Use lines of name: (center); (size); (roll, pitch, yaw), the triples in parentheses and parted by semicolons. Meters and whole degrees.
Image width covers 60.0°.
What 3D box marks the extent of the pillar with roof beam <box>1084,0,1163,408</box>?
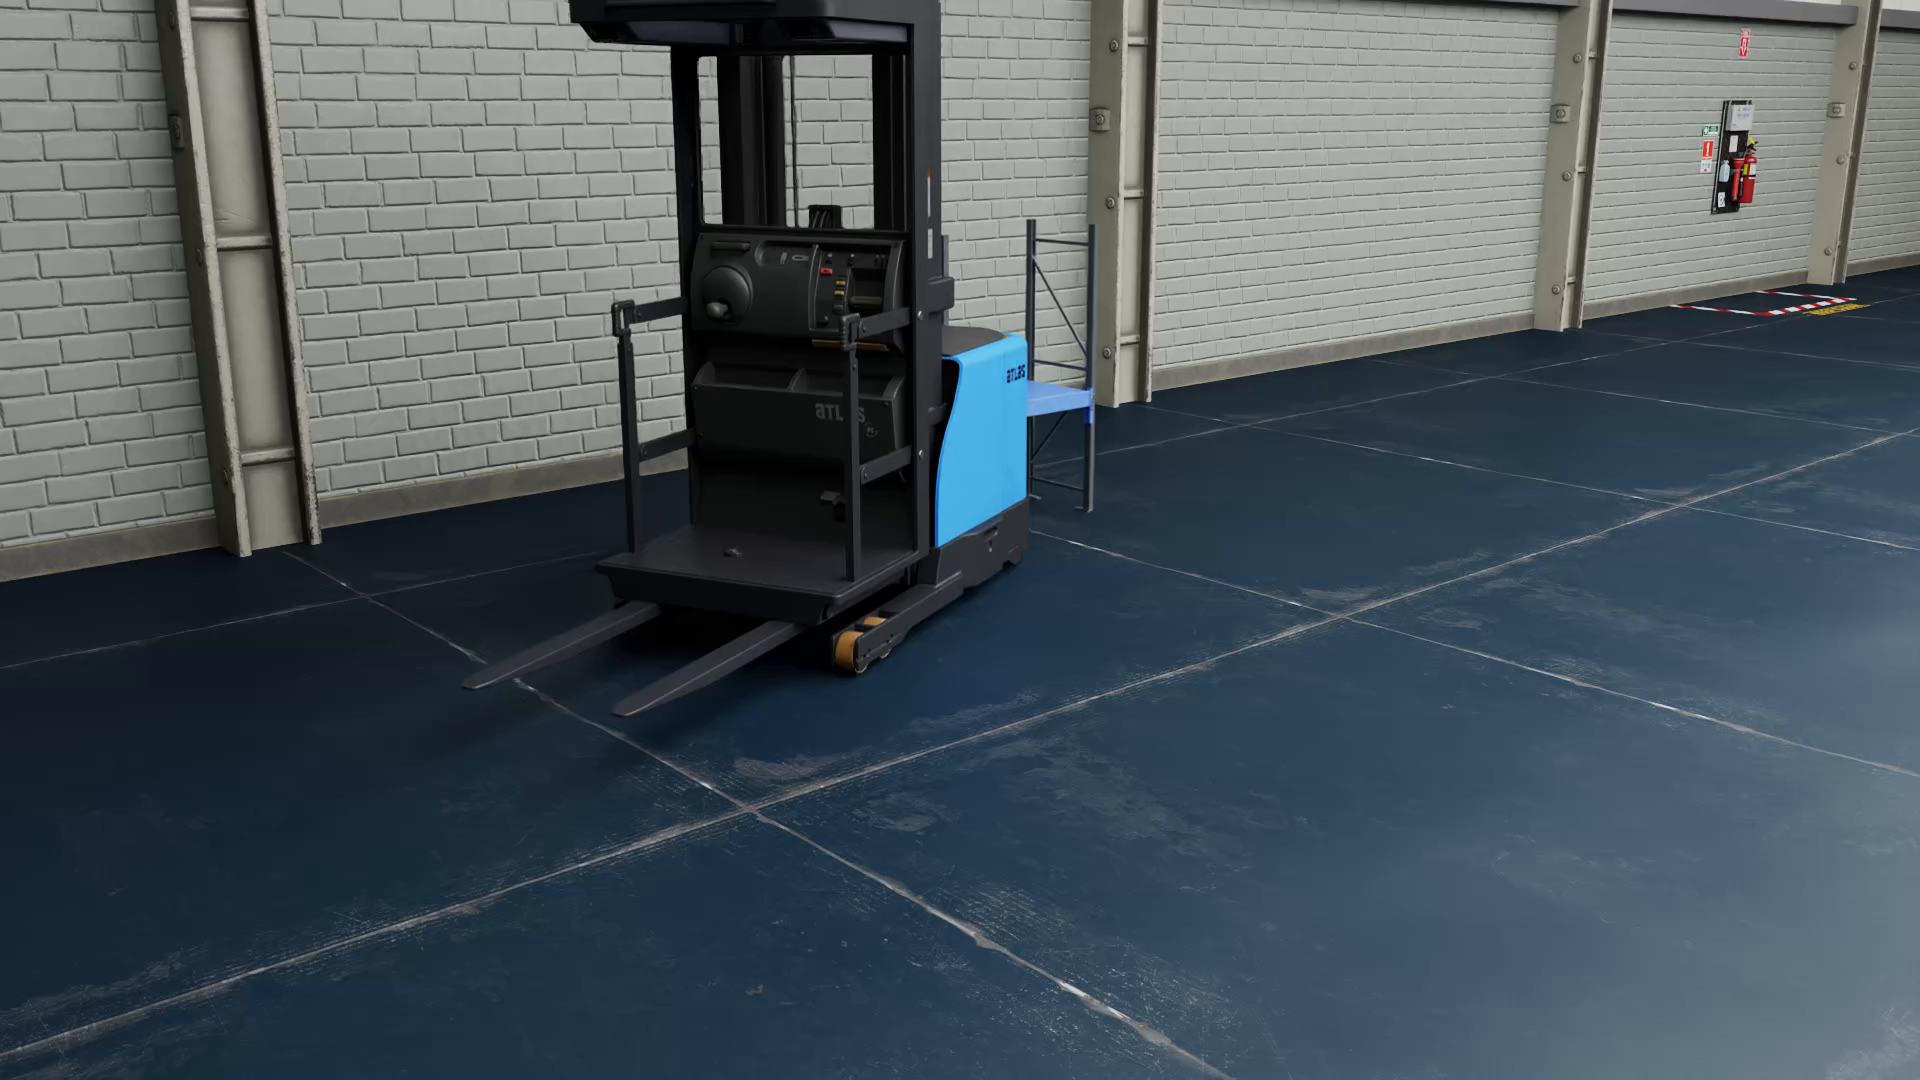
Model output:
pillar with roof beam: (3.960, -4.507, 7.687); (0.400, 9.000, 9.100); (-13, 19, -39)

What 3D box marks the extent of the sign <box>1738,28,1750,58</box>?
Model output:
sign: (8.226, -5.207, 17.438); (0.199, 0.298, 0.001); (-13, 19, -39)

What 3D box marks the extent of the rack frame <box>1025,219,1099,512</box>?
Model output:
rack frame: (0.528, -0.923, 8.800); (0.032, 1.500, 0.500); (-13, 20, -40)

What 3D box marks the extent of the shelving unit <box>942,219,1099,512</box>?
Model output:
shelving unit: (0.149, -0.836, 8.474); (1.048, 1.500, 0.538); (-13, 20, -40)

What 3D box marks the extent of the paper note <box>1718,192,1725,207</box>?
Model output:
paper note: (8.119, -3.627, 17.722); (0.142, 0.148, 0.016); (-13, 19, -39)

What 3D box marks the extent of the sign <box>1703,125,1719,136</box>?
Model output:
sign: (7.822, -4.268, 17.318); (0.331, 0.109, 0.001); (-13, 19, -39)

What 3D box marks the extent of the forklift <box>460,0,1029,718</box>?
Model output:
forklift: (-0.744, -1.032, 6.433); (1.130, 2.935, 3.031); (7, 16, 23)

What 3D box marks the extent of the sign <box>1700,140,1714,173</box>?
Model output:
sign: (7.813, -4.012, 17.390); (0.234, 0.329, 0.001); (-13, 19, -39)

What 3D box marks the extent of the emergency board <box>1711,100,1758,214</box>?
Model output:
emergency board: (8.298, -4.069, 17.670); (0.643, 1.169, 0.194); (-13, 19, -39)

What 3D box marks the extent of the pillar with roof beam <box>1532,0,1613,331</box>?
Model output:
pillar with roof beam: (8.486, -5.524, 11.492); (0.400, 9.000, 9.100); (-13, 19, -39)

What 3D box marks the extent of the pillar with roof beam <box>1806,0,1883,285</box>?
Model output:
pillar with roof beam: (13.013, -6.540, 15.298); (0.400, 9.000, 9.100); (-13, 19, -39)

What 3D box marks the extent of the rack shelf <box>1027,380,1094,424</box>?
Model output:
rack shelf: (0.149, -0.662, 8.520); (1.000, 0.185, 0.538); (-13, 20, -40)

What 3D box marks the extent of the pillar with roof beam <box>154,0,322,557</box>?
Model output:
pillar with roof beam: (-0.566, -3.491, 3.882); (0.400, 9.000, 9.100); (-13, 19, -39)

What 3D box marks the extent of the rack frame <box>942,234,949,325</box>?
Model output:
rack frame: (-0.231, -0.749, 8.147); (0.032, 1.500, 0.500); (-13, 20, -40)
